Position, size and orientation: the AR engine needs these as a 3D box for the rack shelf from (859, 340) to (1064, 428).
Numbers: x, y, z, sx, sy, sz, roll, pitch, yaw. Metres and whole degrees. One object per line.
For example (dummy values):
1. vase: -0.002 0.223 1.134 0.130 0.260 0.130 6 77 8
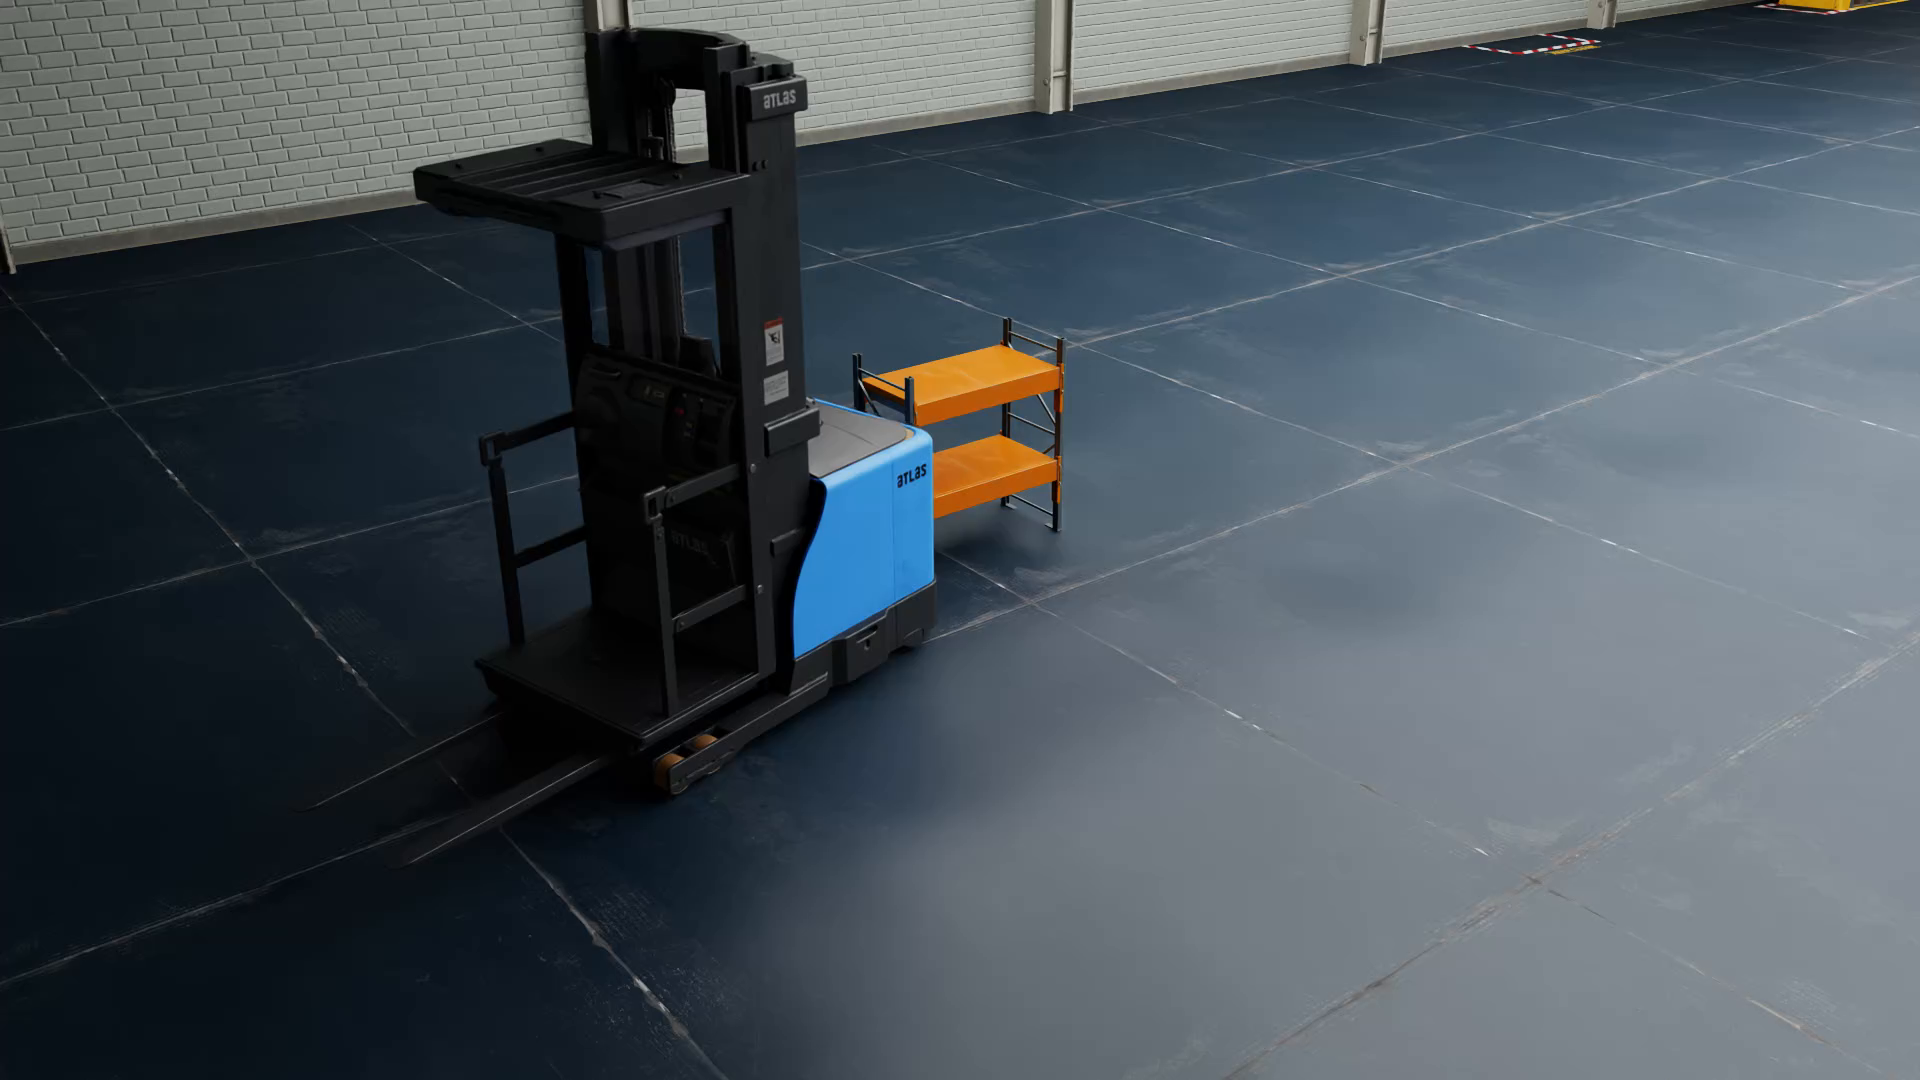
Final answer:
1. rack shelf: 0.005 -0.777 8.894 1.000 0.278 0.538 -18 31 -34

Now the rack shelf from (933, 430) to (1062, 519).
1. rack shelf: 0.005 -0.290 9.120 1.000 0.278 0.538 -18 31 -34

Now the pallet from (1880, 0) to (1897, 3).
1. pallet: 16.996 -10.226 31.033 1.213 0.211 1.003 -18 31 -34

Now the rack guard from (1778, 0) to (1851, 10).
1. rack guard: 15.376 -9.843 29.864 0.348 0.500 1.175 -18 31 -34

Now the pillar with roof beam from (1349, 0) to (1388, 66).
1. pillar with roof beam: 8.547 -9.603 19.252 0.400 9.000 9.100 -18 31 -34

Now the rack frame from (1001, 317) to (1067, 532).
1. rack frame: 0.405 -0.644 9.302 0.032 1.125 0.500 -18 31 -34

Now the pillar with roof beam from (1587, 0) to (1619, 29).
1. pillar with roof beam: 13.268 -11.162 22.610 0.400 9.000 9.100 -18 31 -34

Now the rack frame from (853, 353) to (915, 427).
1. rack frame: -0.395 -0.380 8.732 0.032 1.125 0.500 -18 31 -34

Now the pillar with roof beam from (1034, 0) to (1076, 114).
1. pillar with roof beam: 3.825 -8.044 15.894 0.400 9.000 9.100 -18 31 -34

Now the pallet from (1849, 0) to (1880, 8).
1. pallet: 16.037 -9.911 30.354 1.213 0.211 1.003 -18 31 -34

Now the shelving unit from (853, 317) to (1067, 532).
1. shelving unit: 0.005 -0.512 9.017 1.048 1.125 0.538 -18 31 -34

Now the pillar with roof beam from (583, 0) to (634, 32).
1. pillar with roof beam: -0.896 -6.486 12.535 0.400 9.000 9.100 -18 31 -34

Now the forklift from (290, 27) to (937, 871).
1. forklift: -1.416 -0.502 6.850 1.130 2.935 3.031 18 31 34

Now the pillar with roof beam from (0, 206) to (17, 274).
1. pillar with roof beam: -5.618 -4.927 9.177 0.400 9.000 9.100 -18 31 -34
